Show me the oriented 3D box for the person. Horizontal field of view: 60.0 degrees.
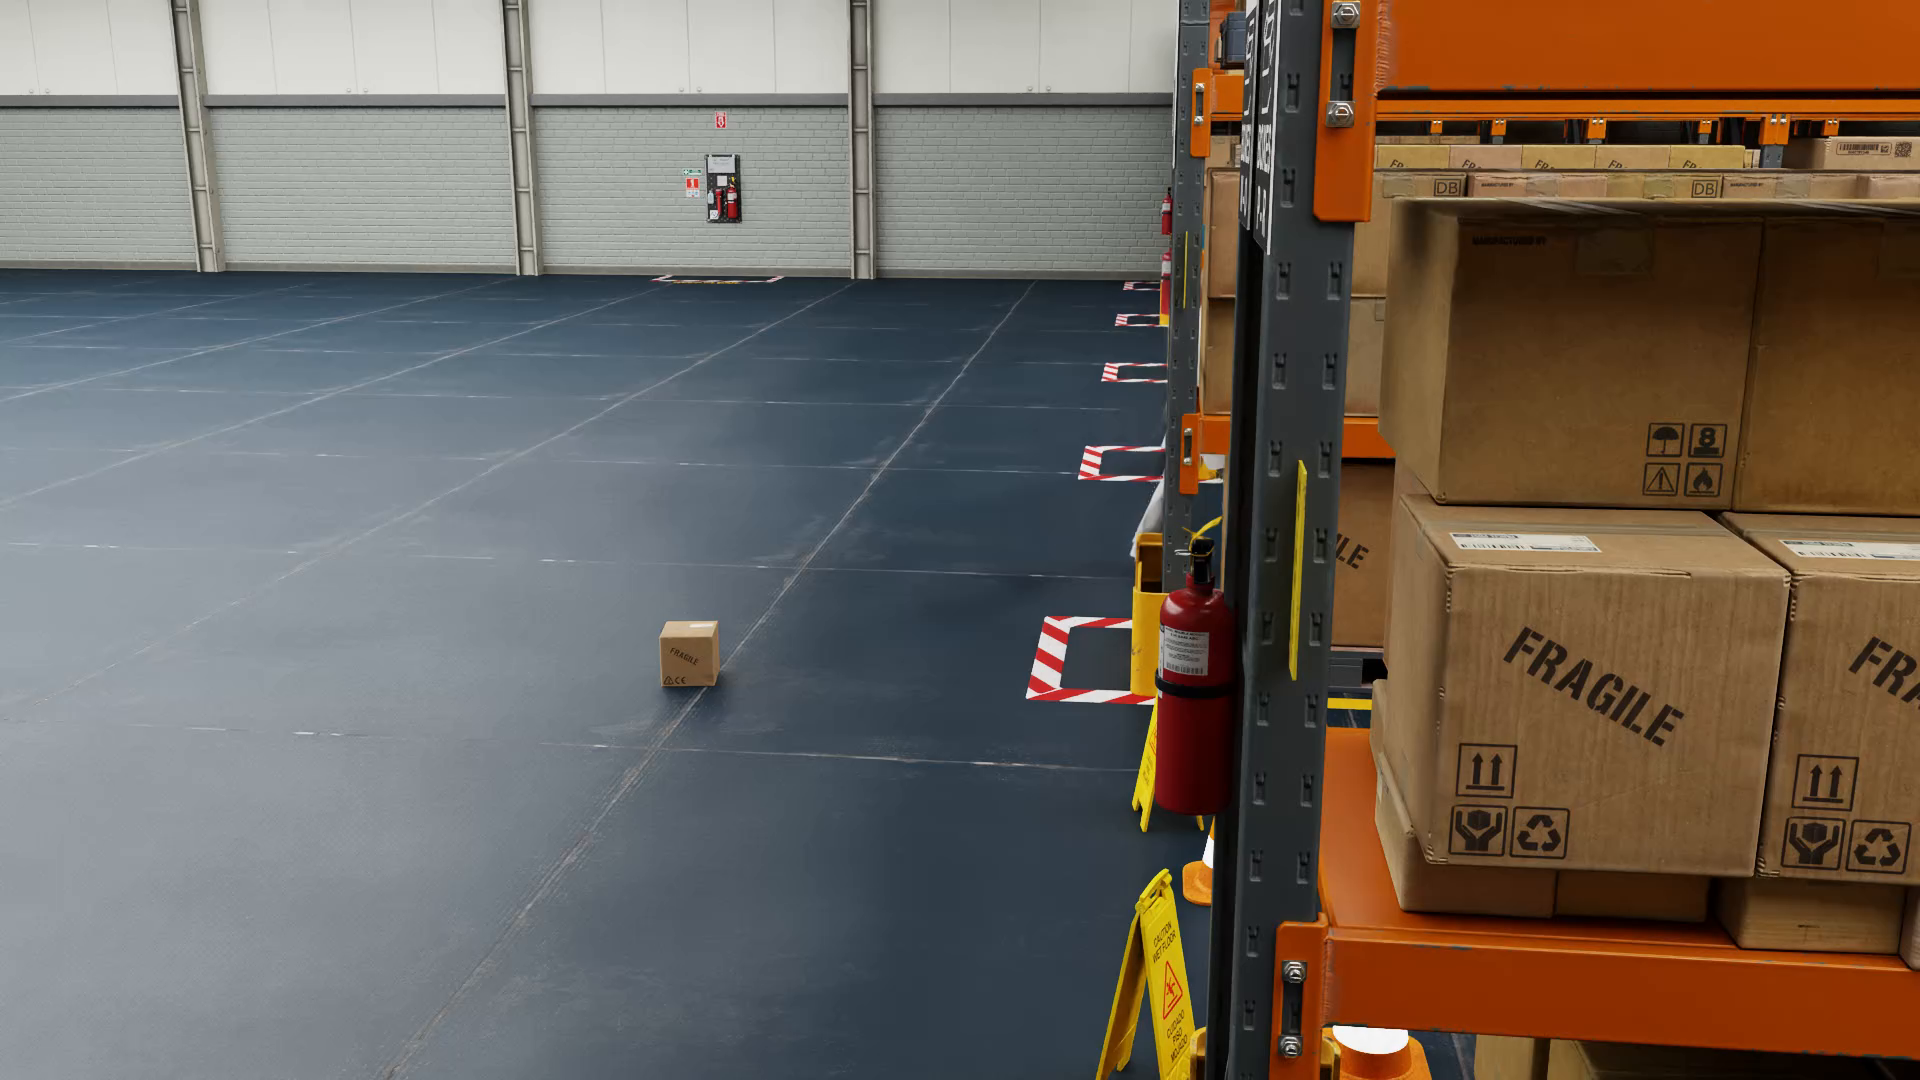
[{"bbox_3d":[1.548,-0.701,9.782,1.048,1.743,0.638,-2,14,-9],"label":"person"}]
